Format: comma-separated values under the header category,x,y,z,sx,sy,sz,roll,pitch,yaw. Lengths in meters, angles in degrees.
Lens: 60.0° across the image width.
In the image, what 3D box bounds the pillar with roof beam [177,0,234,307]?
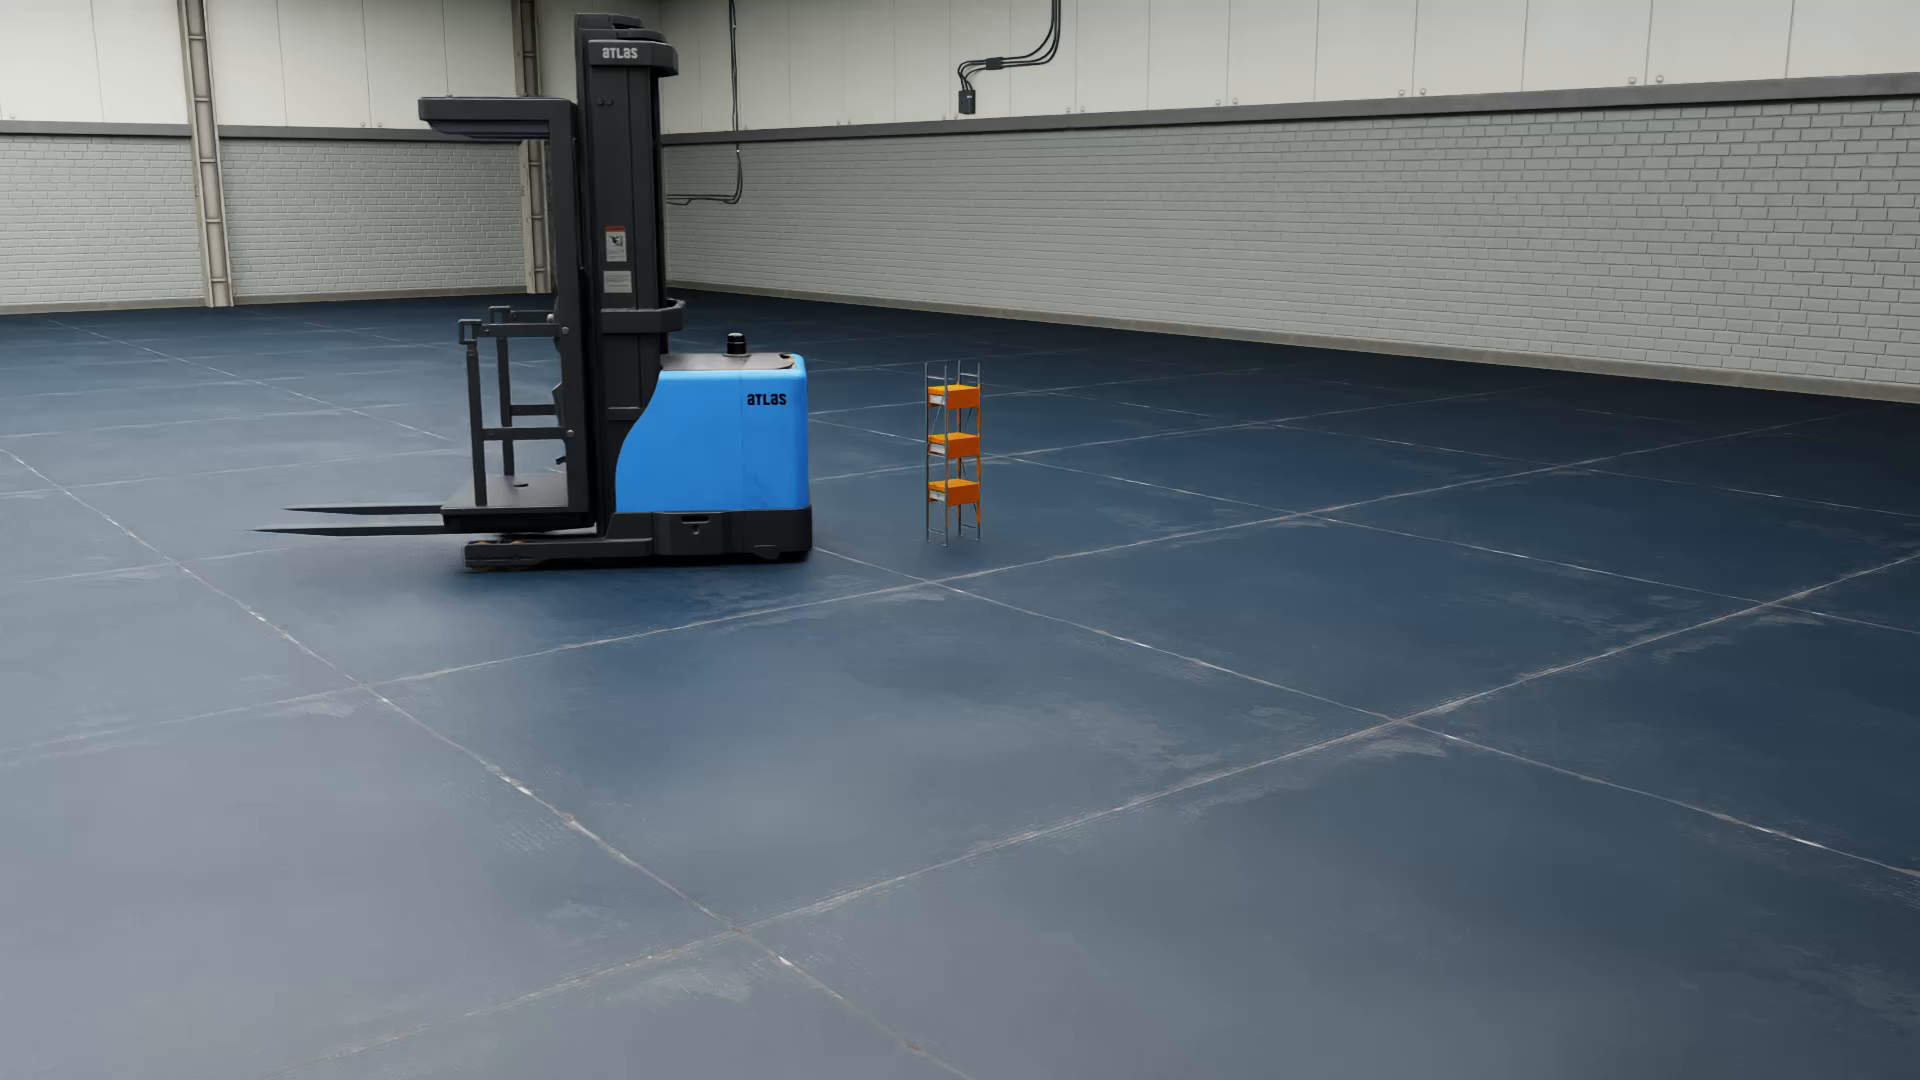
category,x,y,z,sx,sy,sz,roll,pitch,yaw
pillar with roof beam,-10.320,-7.814,24.994,0.400,9.000,9.100,-9,15,-38

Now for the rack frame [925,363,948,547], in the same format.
category,x,y,z,sx,sy,sz,roll,pitch,yaw
rack frame,-0.137,-0.491,9.643,0.008,1.050,0.200,-9,15,-38

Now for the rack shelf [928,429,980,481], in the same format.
category,x,y,z,sx,sy,sz,roll,pitch,yaw
rack shelf,-0.042,-0.496,9.719,0.240,0.259,0.215,-9,15,-38

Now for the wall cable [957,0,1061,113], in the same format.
category,x,y,z,sx,sy,sz,roll,pitch,yaw
wall cable,0.721,-9.580,25.125,0.169,6.003,2.305,-9,15,-38

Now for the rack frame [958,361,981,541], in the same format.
category,x,y,z,sx,sy,sz,roll,pitch,yaw
rack frame,0.053,-0.522,9.792,0.008,1.050,0.200,-9,15,-38

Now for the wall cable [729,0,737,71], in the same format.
category,x,y,z,sx,sy,sz,roll,pitch,yaw
wall cable,-3.507,-9.972,30.471,0.112,2.526,3.097,-9,15,-38

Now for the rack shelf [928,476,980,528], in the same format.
category,x,y,z,sx,sy,sz,roll,pitch,yaw
rack shelf,-0.042,-0.224,9.777,0.240,0.259,0.215,-9,15,-38

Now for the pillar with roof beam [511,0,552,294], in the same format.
category,x,y,z,sx,sy,sz,roll,pitch,yaw
pillar with roof beam,-5.635,-8.593,28.661,0.400,9.000,9.100,-9,15,-38

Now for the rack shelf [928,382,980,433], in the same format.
category,x,y,z,sx,sy,sz,roll,pitch,yaw
rack shelf,-0.042,-0.774,9.660,0.240,0.259,0.215,-9,15,-38

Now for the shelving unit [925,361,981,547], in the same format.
category,x,y,z,sx,sy,sz,roll,pitch,yaw
shelving unit,-0.042,-0.507,9.717,0.252,1.050,0.215,-9,15,-38

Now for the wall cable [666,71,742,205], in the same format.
category,x,y,z,sx,sy,sz,roll,pitch,yaw
wall cable,-5.197,-7.940,33.062,0.112,2.526,3.097,-9,15,-38

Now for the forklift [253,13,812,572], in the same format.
category,x,y,z,sx,sy,sz,roll,pitch,yaw
forklift,-2.380,-1.375,9.276,3.031,2.935,1.130,-1,12,-6
